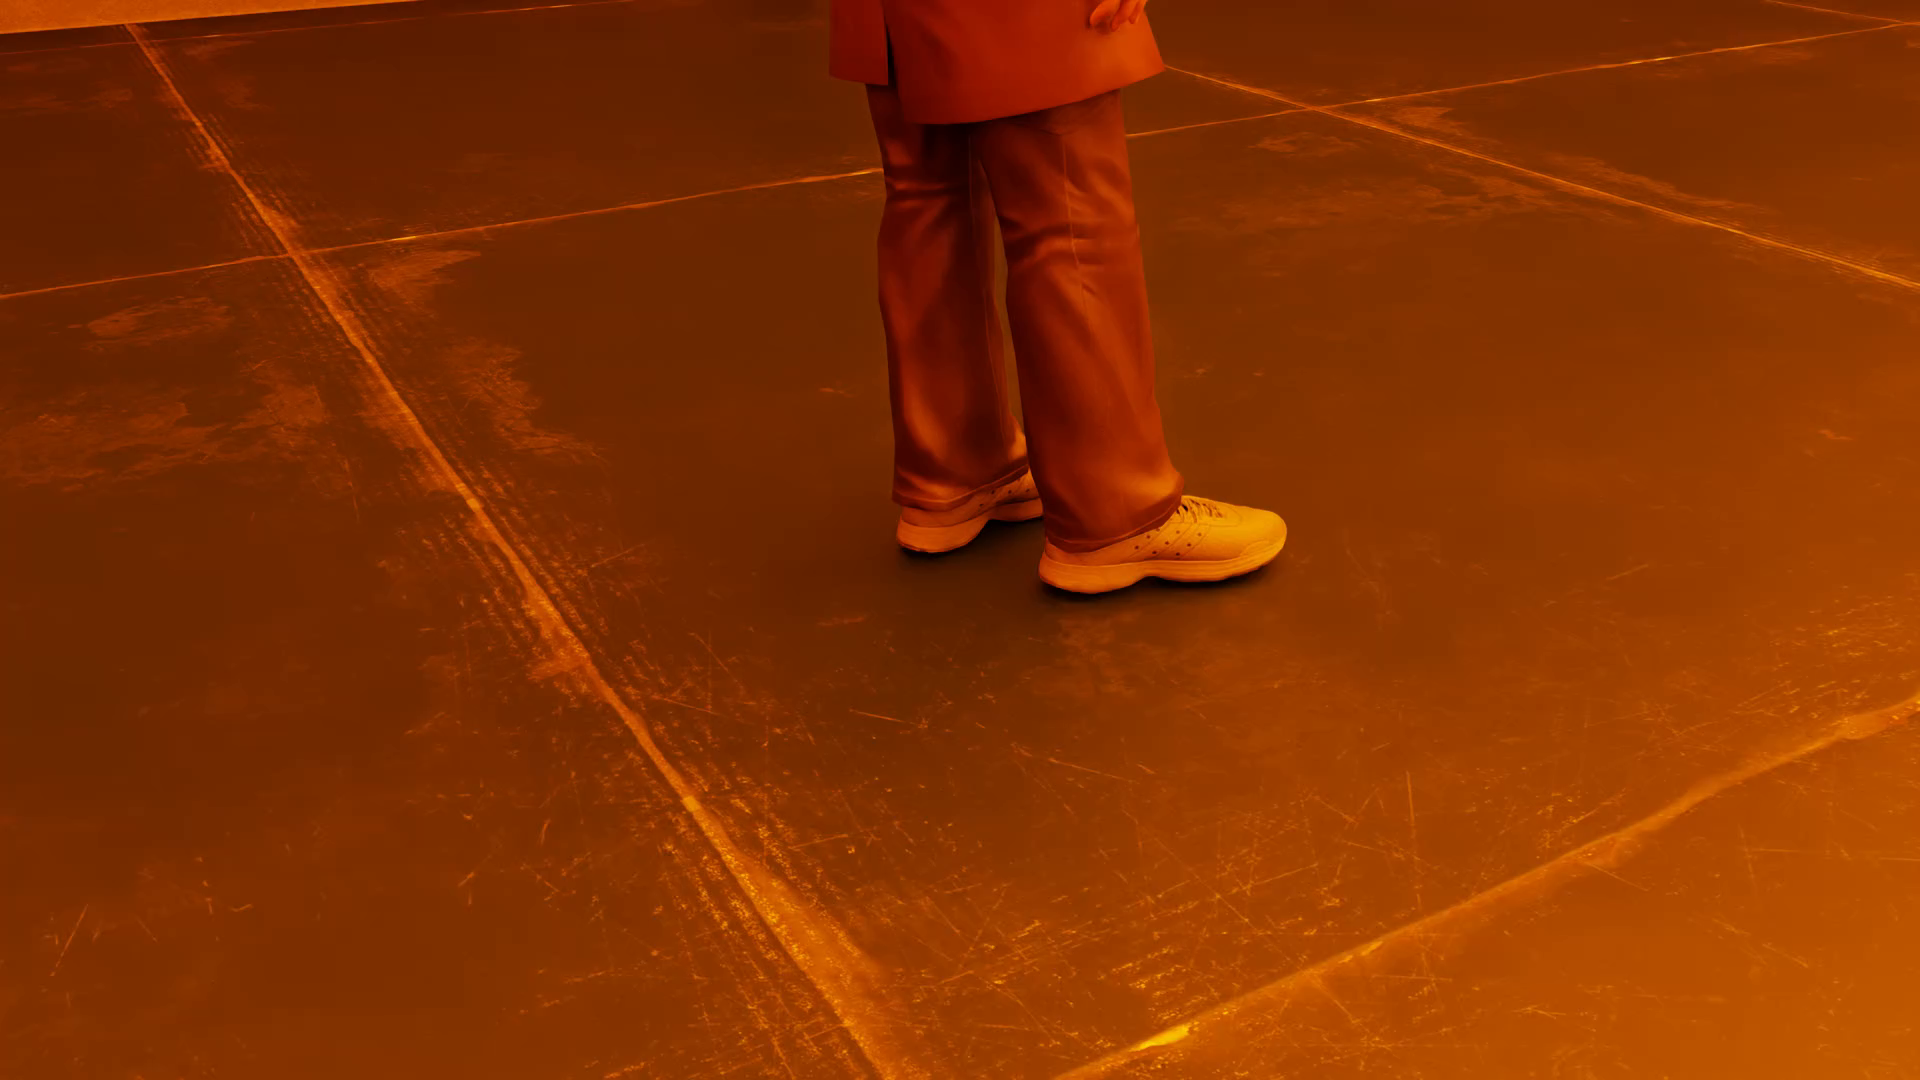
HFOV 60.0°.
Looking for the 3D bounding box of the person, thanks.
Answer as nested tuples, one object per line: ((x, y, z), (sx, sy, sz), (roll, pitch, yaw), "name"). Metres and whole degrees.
((0.082, -0.818, 2.132), (0.579, 1.777, 0.698), (-15, 30, -26), "person")
